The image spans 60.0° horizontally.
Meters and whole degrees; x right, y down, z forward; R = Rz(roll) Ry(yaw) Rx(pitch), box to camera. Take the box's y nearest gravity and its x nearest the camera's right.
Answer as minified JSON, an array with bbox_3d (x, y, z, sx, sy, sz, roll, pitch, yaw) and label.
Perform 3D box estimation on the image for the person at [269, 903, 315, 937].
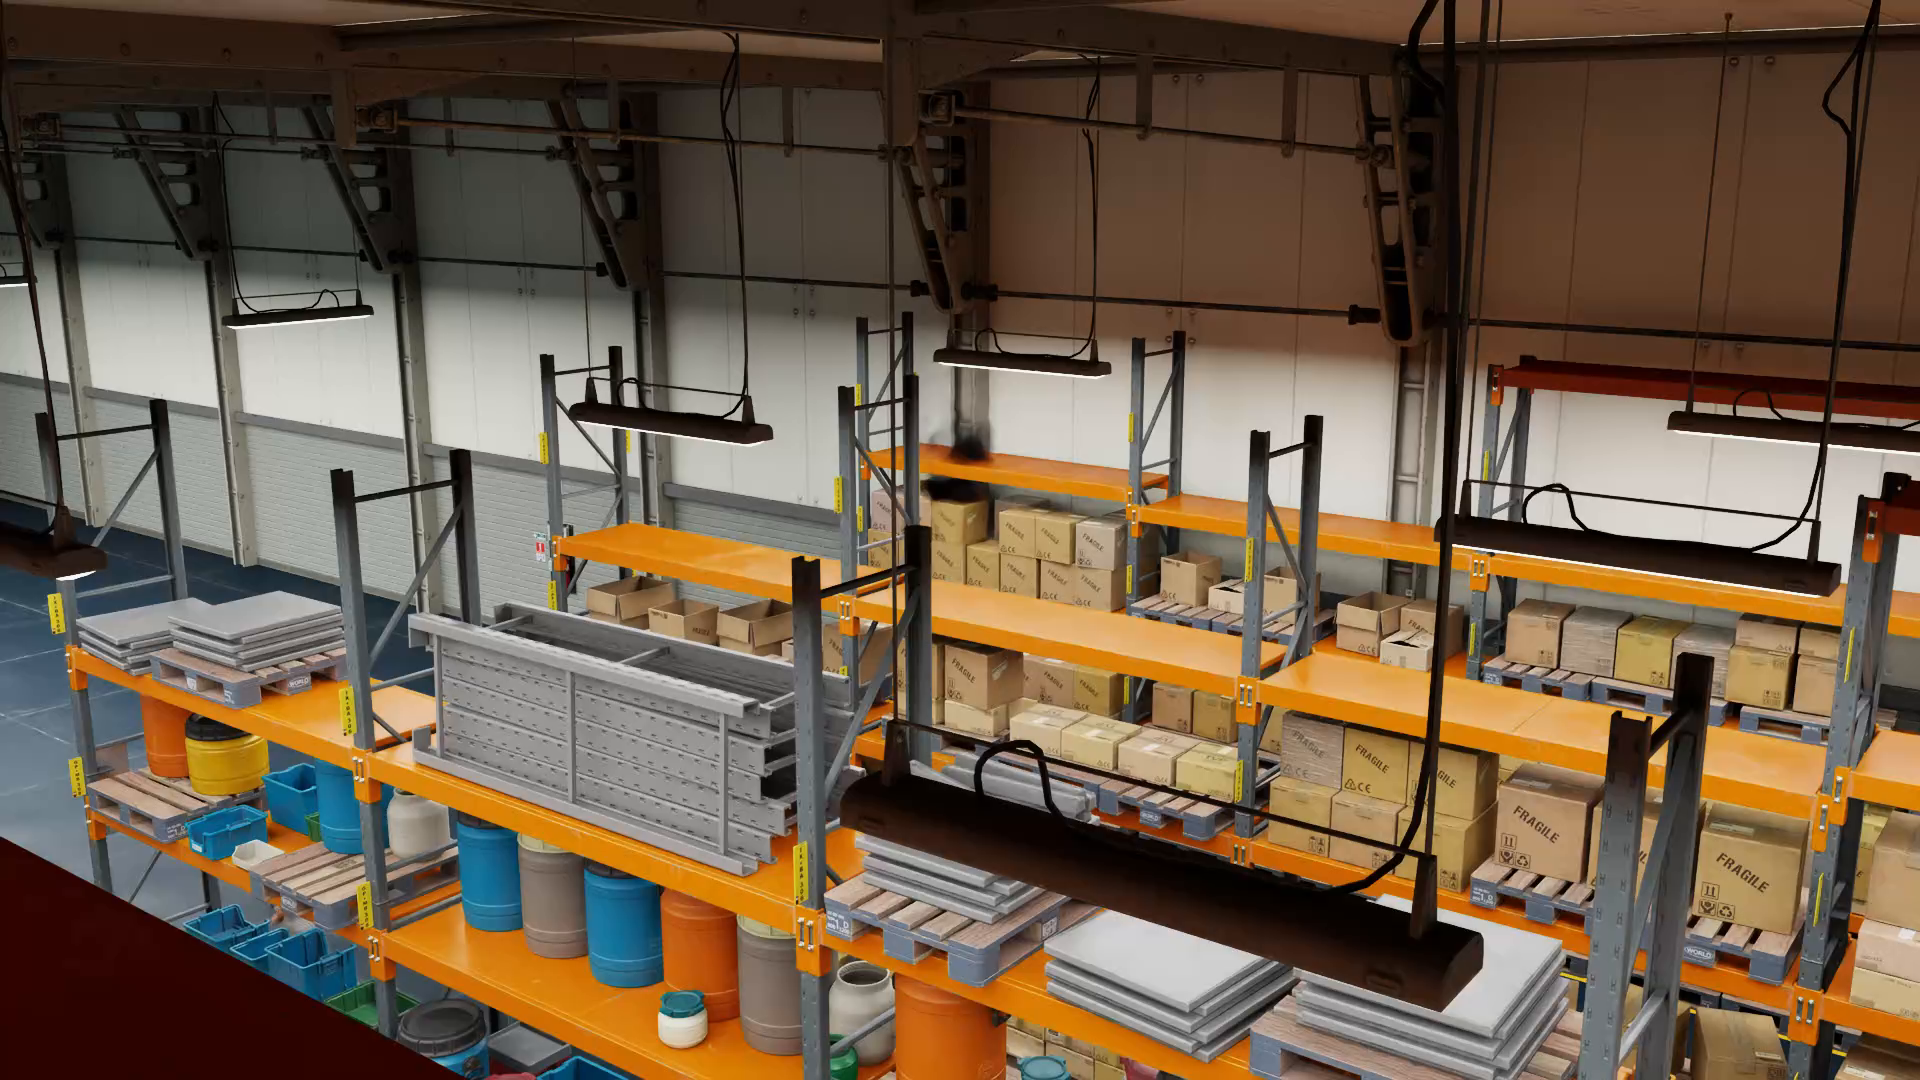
[{"bbox_3d":[-6.248,3.704,15.773,0.736,1.642,0.605,5,14,19],"label":"person"}]
